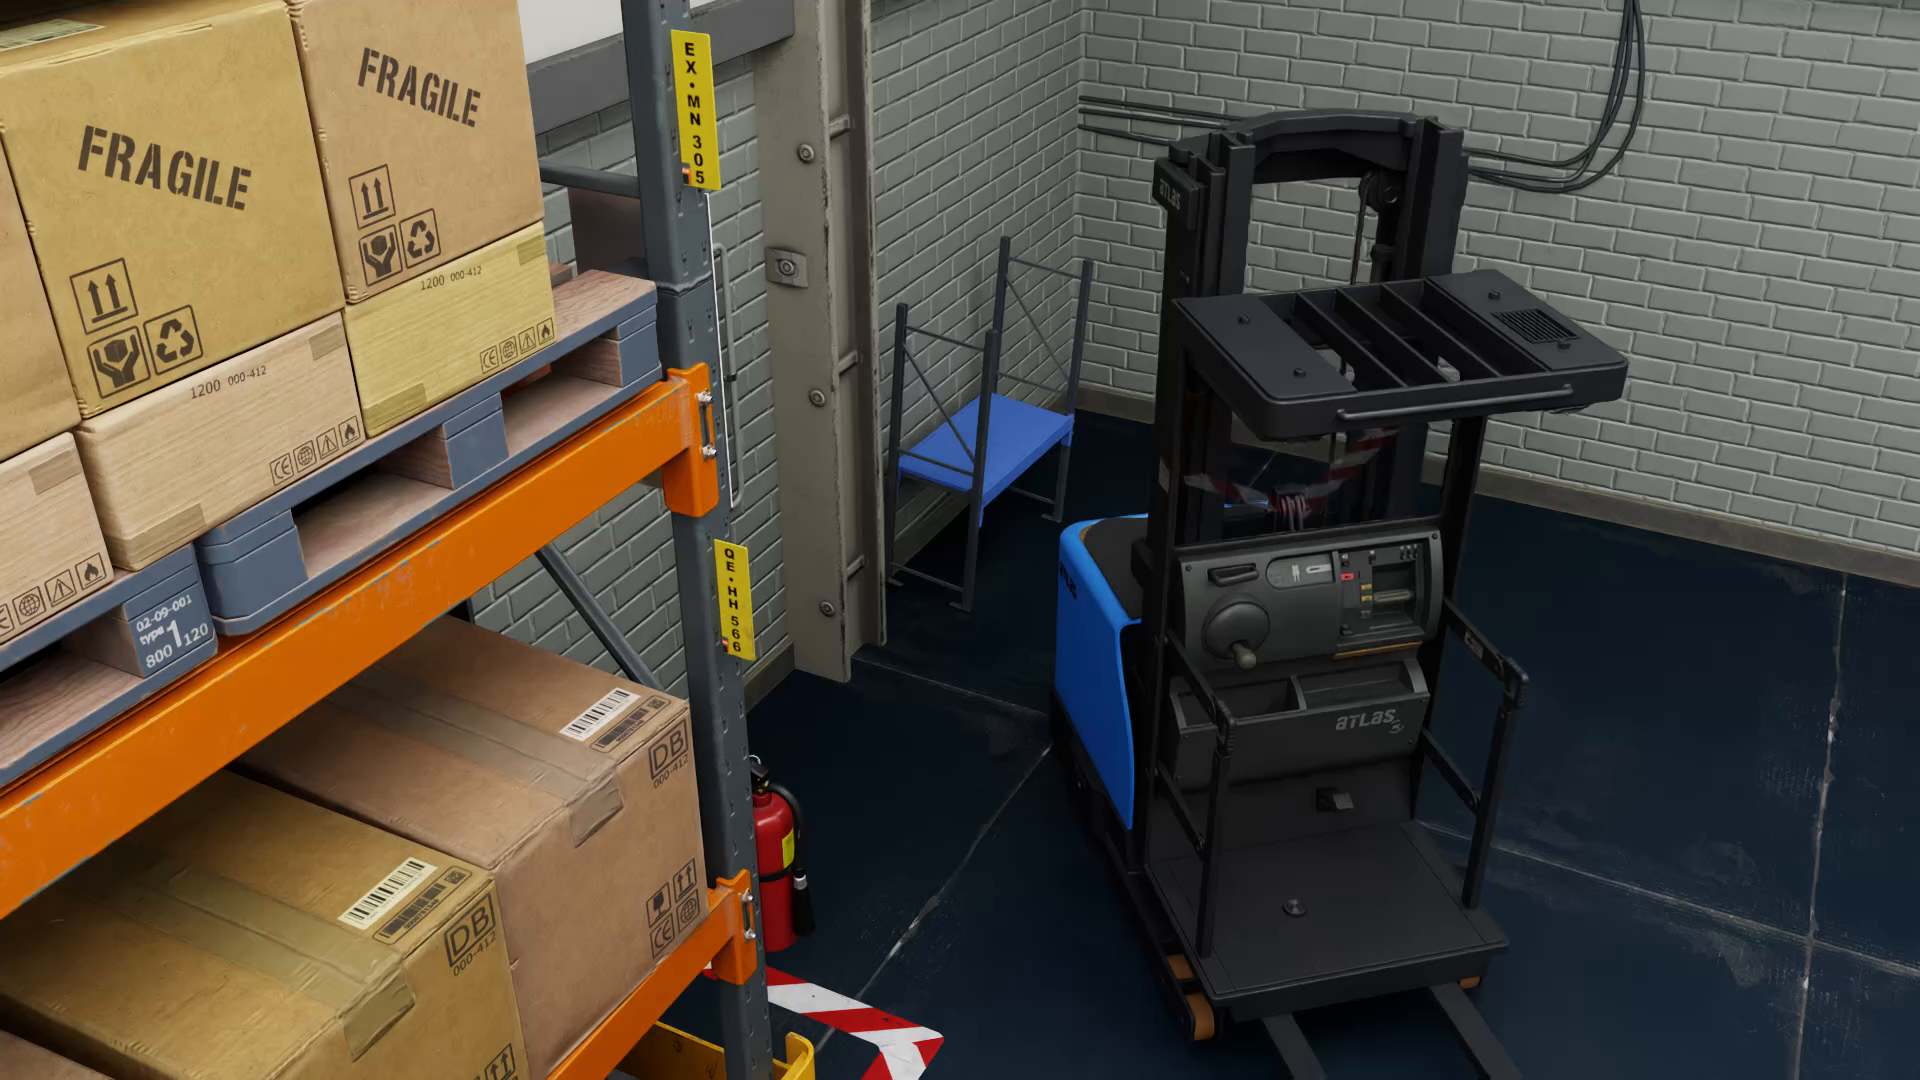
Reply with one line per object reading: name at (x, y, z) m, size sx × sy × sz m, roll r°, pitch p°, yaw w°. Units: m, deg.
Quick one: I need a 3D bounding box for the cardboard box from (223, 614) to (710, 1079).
cardboard box at (-1.254, 0.723, 4.177) m, size 0.980 × 0.700 × 0.700 m, roll 16°, pitch 33°, yaw 25°

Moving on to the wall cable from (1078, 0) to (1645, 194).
wall cable at (1.864, -3.056, 8.154) m, size 3.097 × 2.526 × 0.112 m, roll 14°, pitch 33°, yaw 23°

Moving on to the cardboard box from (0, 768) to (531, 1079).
cardboard box at (-1.576, 1.048, 3.611) m, size 0.980 × 0.700 × 0.700 m, roll 14°, pitch 33°, yaw 23°

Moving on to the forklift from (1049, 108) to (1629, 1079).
forklift at (1.234, 0.245, 5.380) m, size 1.130 × 2.935 × 3.031 m, roll -7°, pitch 31°, yaw -12°

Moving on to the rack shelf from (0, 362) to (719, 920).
rack shelf at (-1.942, 0.523, 2.538) m, size 1.077 × 0.370 × 4.000 m, roll 14°, pitch 33°, yaw 23°

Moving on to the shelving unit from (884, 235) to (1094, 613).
shelving unit at (0.130, -0.584, 8.221) m, size 0.538 × 1.500 × 1.048 m, roll 20°, pitch 35°, yaw 22°

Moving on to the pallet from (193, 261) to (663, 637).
pallet at (-1.360, -0.306, 3.348) m, size 1.003 × 0.211 × 1.213 m, roll 14°, pitch 33°, yaw 23°

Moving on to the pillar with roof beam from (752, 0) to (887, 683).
pillar with roof beam at (3.261, -2.393, 3.881) m, size 9.100 × 9.000 × 0.400 m, roll 14°, pitch 33°, yaw 23°

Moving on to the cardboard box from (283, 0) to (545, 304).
cardboard box at (-1.121, -0.775, 2.951) m, size 0.500 × 0.500 × 0.500 m, roll 14°, pitch 33°, yaw 23°

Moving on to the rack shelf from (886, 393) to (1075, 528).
rack shelf at (0.117, -0.432, 8.317) m, size 0.538 × 0.185 × 1.000 m, roll 20°, pitch 35°, yaw 22°

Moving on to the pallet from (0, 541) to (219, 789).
pallet at (-1.914, 0.237, 2.402) m, size 1.003 × 0.211 × 1.213 m, roll 14°, pitch 33°, yaw 23°

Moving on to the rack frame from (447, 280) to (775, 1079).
rack frame at (-1.031, 0.625, 4.649) m, size 1.000 × 3.000 × 0.127 m, roll 14°, pitch 33°, yaw 23°

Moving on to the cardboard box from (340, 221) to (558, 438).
cardboard box at (-1.128, -0.451, 3.140) m, size 0.500 × 0.250 × 0.500 m, roll 15°, pitch 33°, yaw 25°

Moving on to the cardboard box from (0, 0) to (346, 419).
cardboard box at (-1.359, -0.556, 2.569) m, size 0.500 × 0.500 × 0.500 m, roll 15°, pitch 33°, yaw 25°

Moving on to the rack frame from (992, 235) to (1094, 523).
rack frame at (0.375, -0.806, 8.608) m, size 0.500 × 1.500 × 0.032 m, roll 20°, pitch 35°, yaw 22°

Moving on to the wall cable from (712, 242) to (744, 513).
wall cable at (-1.290, -0.598, 5.759) m, size 0.084 × 1.984 × 1.851 m, roll 14°, pitch 33°, yaw 23°

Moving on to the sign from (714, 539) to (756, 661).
sign at (-0.554, 0.150, 4.077) m, size 0.100 × 0.325 × 0.005 m, roll 14°, pitch 33°, yaw 23°

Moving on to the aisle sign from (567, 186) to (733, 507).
aisle sign at (-0.731, -0.466, 3.939) m, size 0.394 × 0.787 × 0.004 m, roll 14°, pitch 33°, yaw 23°

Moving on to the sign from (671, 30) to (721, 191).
sign at (-0.554, -0.896, 3.476) m, size 0.100 × 0.325 × 0.005 m, roll 14°, pitch 33°, yaw 23°

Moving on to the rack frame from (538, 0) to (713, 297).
rack frame at (-1.031, -1.976, 3.155) m, size 1.000 × 3.000 × 0.127 m, roll 14°, pitch 33°, yaw 23°

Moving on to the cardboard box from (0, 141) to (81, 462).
cardboard box at (-1.589, -0.322, 2.163) m, size 0.500 × 0.500 × 0.500 m, roll 13°, pitch 32°, yaw 21°

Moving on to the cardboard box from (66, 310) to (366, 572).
cardboard box at (-1.364, -0.220, 2.738) m, size 0.500 × 0.250 × 0.500 m, roll 13°, pitch 32°, yaw 21°

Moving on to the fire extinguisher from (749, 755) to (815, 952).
fire extinguisher at (-0.551, 0.858, 4.696) m, size 0.296 × 0.674 × 0.183 m, roll 14°, pitch 33°, yaw 23°

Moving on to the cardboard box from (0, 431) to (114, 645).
cardboard box at (-1.597, 0.012, 2.334) m, size 0.500 × 0.250 × 0.500 m, roll 13°, pitch 32°, yaw 22°

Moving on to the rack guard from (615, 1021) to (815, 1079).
rack guard at (-1.020, 1.698, 5.290) m, size 1.175 × 0.500 × 0.348 m, roll 14°, pitch 33°, yaw 23°

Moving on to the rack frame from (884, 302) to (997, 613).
rack frame at (-0.114, -0.362, 7.835) m, size 0.500 × 1.500 × 0.032 m, roll 20°, pitch 35°, yaw 22°

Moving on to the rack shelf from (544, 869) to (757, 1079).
rack shelf at (-1.942, 1.824, 3.285) m, size 1.077 × 0.370 × 4.000 m, roll 14°, pitch 33°, yaw 23°
